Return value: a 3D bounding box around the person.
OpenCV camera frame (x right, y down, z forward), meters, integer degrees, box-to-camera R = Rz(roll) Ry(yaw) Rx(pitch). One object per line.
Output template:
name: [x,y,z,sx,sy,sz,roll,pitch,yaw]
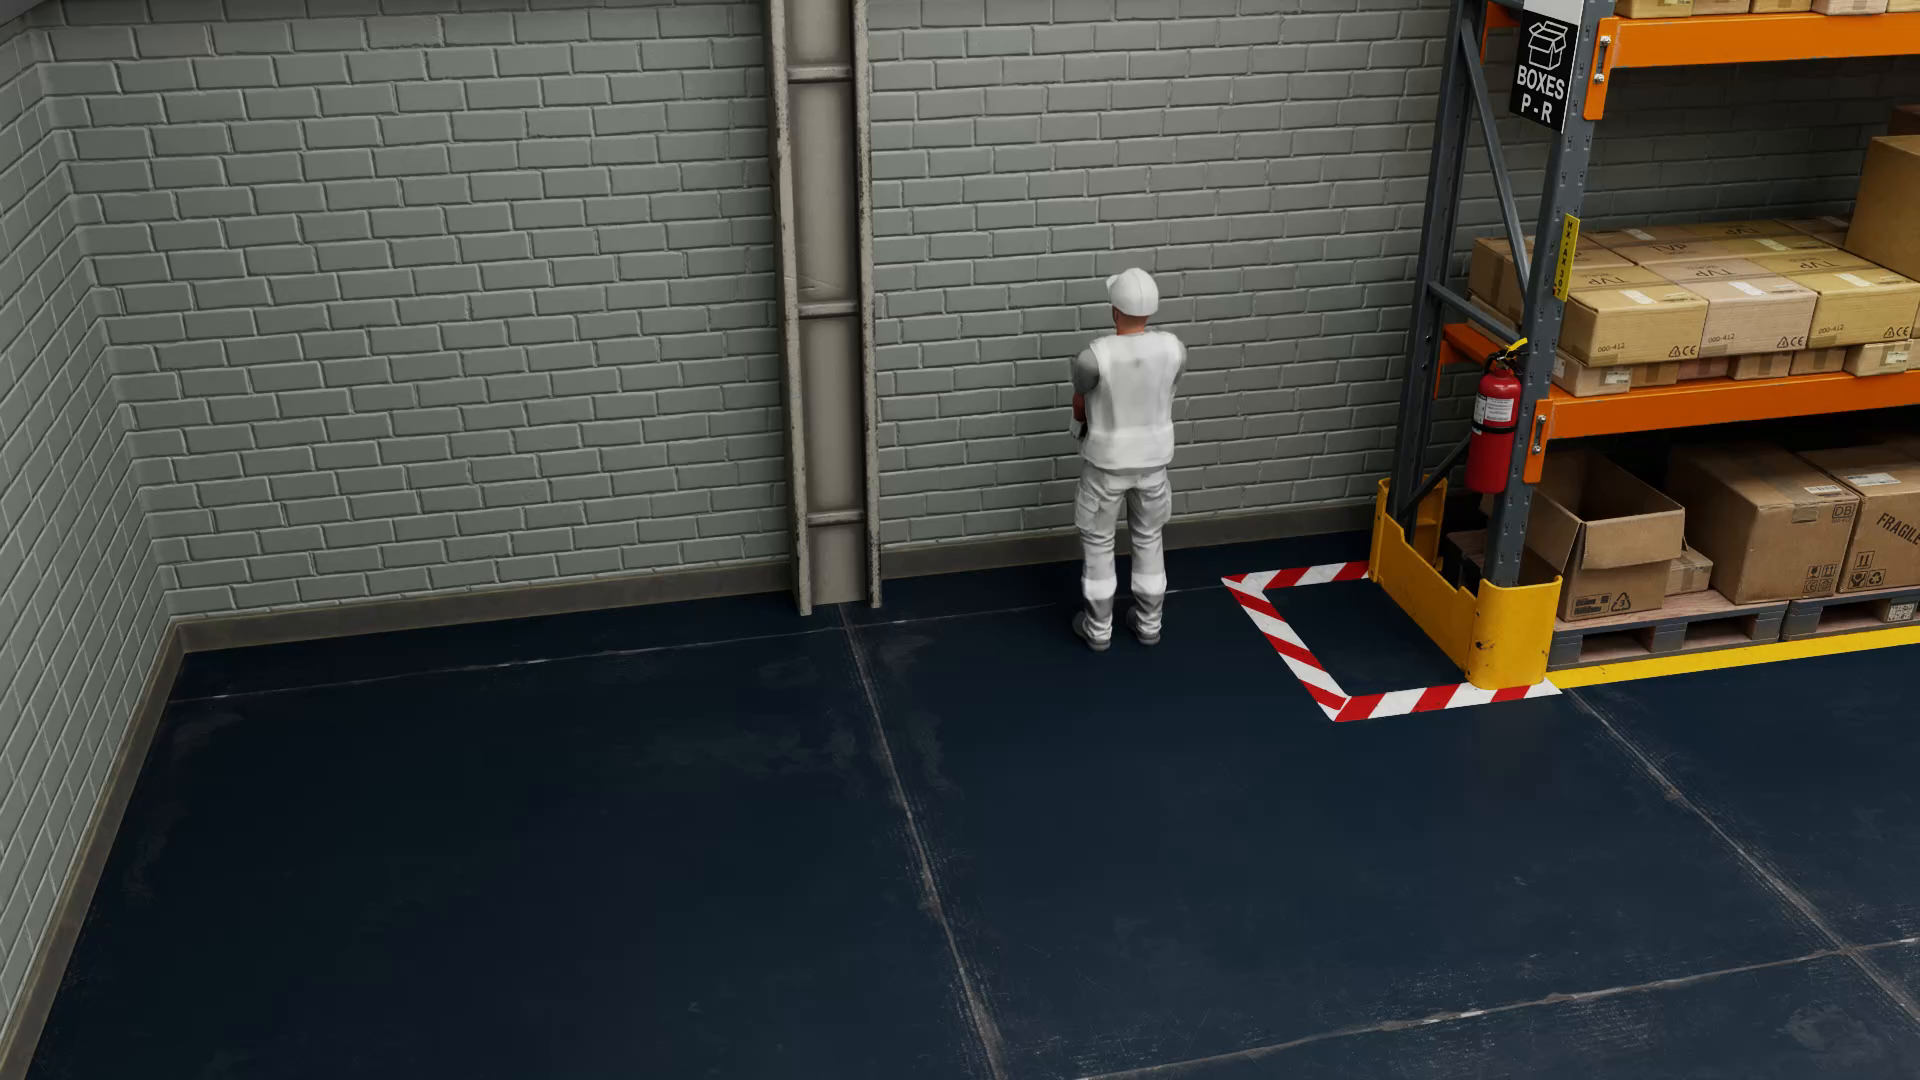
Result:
person: [0.705,-0.365,7.378,0.456,1.735,0.558,-5,27,-11]
